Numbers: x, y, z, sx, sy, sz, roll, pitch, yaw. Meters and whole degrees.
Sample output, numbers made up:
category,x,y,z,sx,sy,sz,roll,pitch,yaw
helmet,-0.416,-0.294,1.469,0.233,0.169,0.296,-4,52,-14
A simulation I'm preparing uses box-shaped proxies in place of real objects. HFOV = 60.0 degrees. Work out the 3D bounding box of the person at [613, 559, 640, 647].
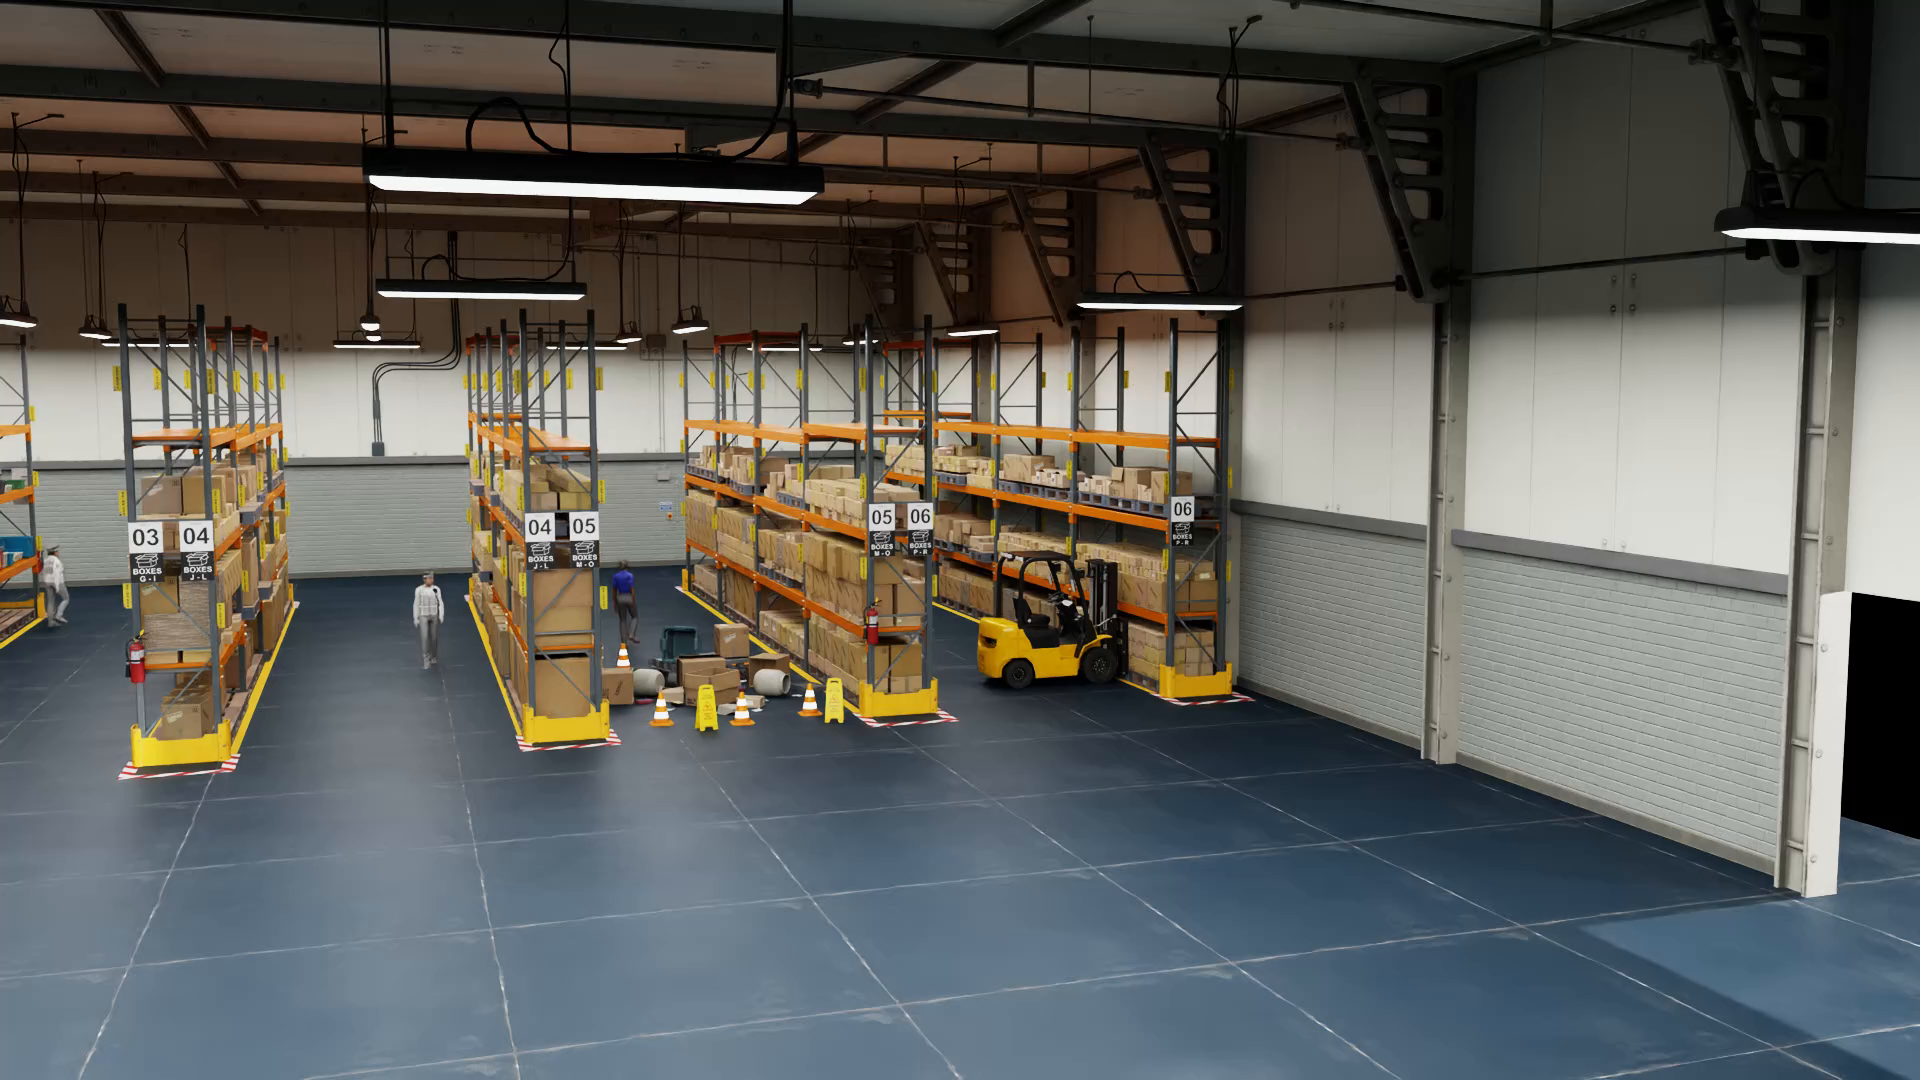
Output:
category,x,y,z,sx,sy,sz,roll,pitch,yaw
person,-6.322,1.191,31.465,0.499,1.644,0.447,0,5,-4

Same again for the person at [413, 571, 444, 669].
category,x,y,z,sx,sy,sz,roll,pitch,yaw
person,-9.359,1.395,29.408,0.515,1.681,0.701,-3,6,-29

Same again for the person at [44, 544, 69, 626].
category,x,y,z,sx,sy,sz,roll,pitch,yaw
person,-18.589,0.927,34.108,0.507,1.664,0.475,0,5,2

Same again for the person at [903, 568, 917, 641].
category,x,y,z,sx,sy,sz,roll,pitch,yaw
person,-0.945,1.343,29.817,0.507,1.659,0.471,-1,6,-11
